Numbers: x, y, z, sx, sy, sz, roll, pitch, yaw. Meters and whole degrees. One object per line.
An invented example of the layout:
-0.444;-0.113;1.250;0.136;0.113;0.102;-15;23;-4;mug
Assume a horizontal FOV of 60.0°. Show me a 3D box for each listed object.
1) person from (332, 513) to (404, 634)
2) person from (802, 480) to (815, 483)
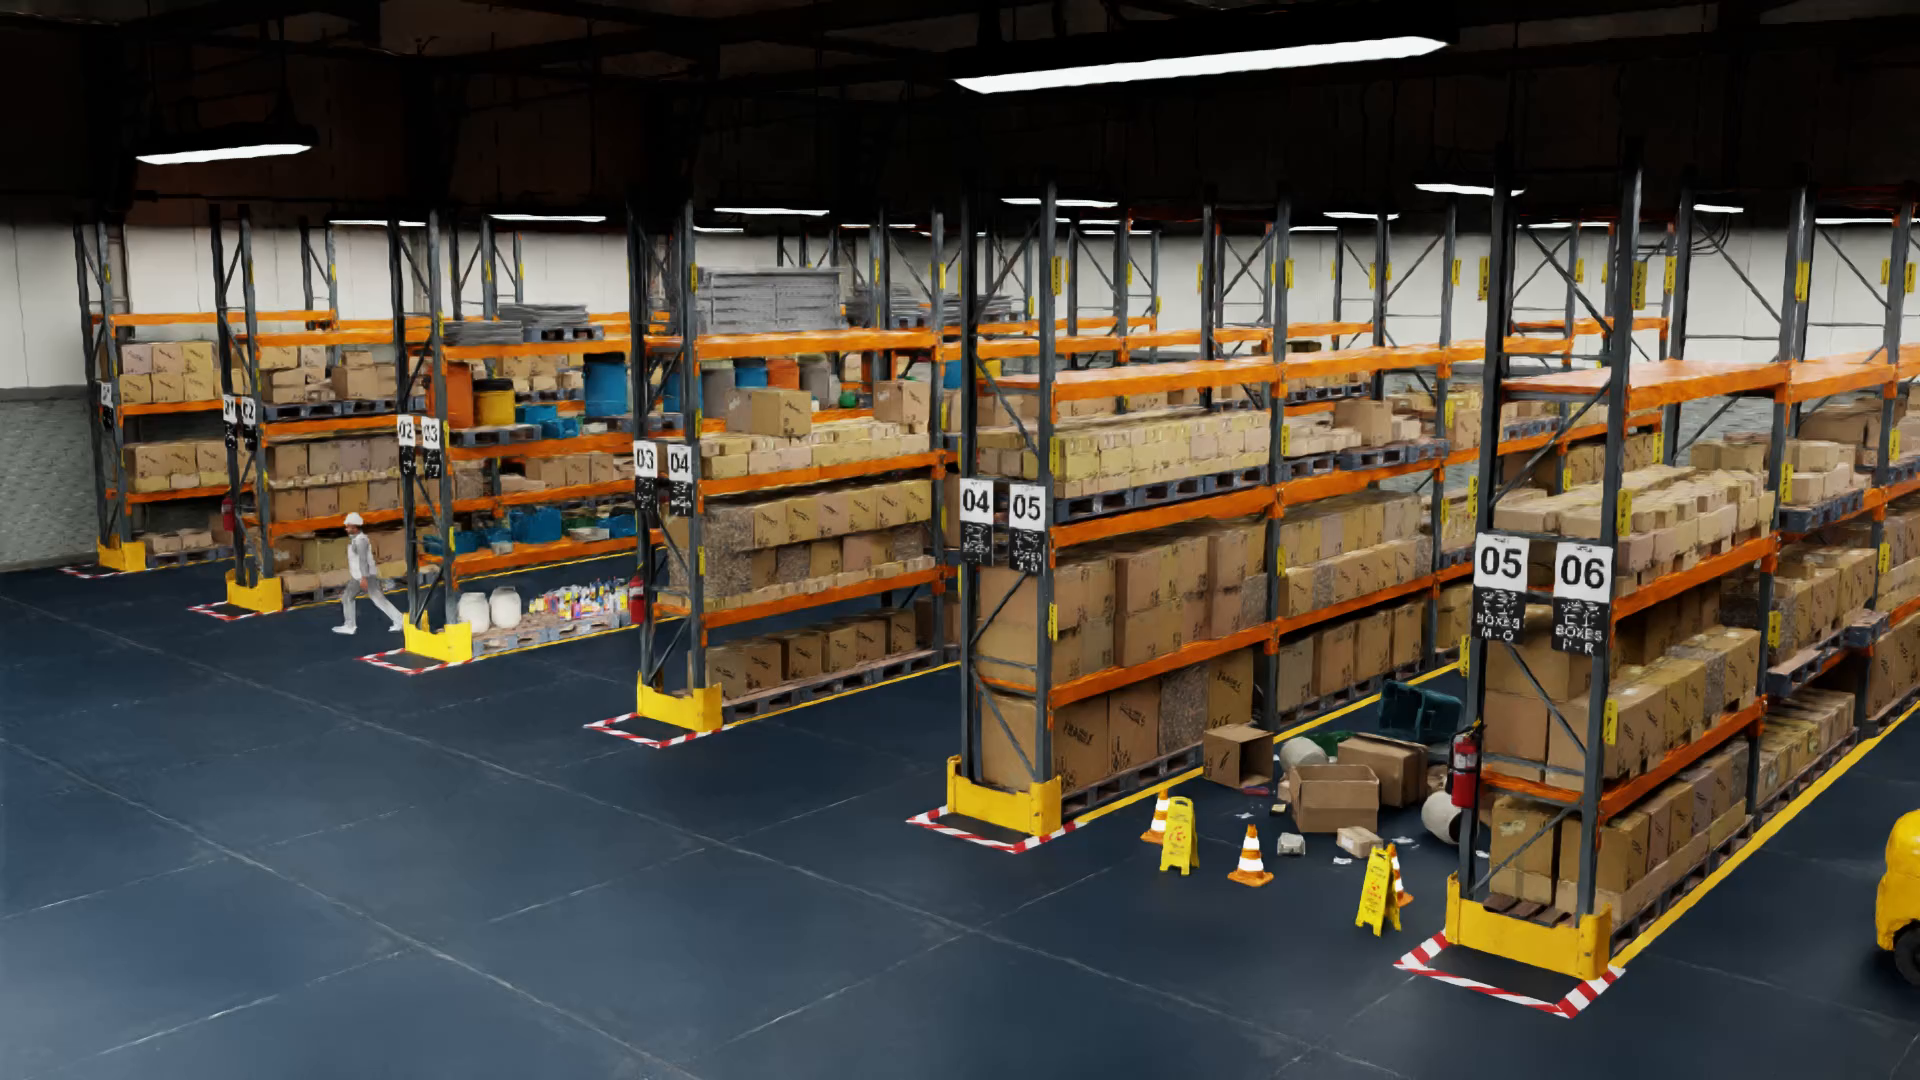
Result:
-8.314;0.470;23.293;0.955;1.722;0.570;-5;11;-28;person
-2.204;-0.175;25.406;0.729;1.730;0.546;8;12;38;person
